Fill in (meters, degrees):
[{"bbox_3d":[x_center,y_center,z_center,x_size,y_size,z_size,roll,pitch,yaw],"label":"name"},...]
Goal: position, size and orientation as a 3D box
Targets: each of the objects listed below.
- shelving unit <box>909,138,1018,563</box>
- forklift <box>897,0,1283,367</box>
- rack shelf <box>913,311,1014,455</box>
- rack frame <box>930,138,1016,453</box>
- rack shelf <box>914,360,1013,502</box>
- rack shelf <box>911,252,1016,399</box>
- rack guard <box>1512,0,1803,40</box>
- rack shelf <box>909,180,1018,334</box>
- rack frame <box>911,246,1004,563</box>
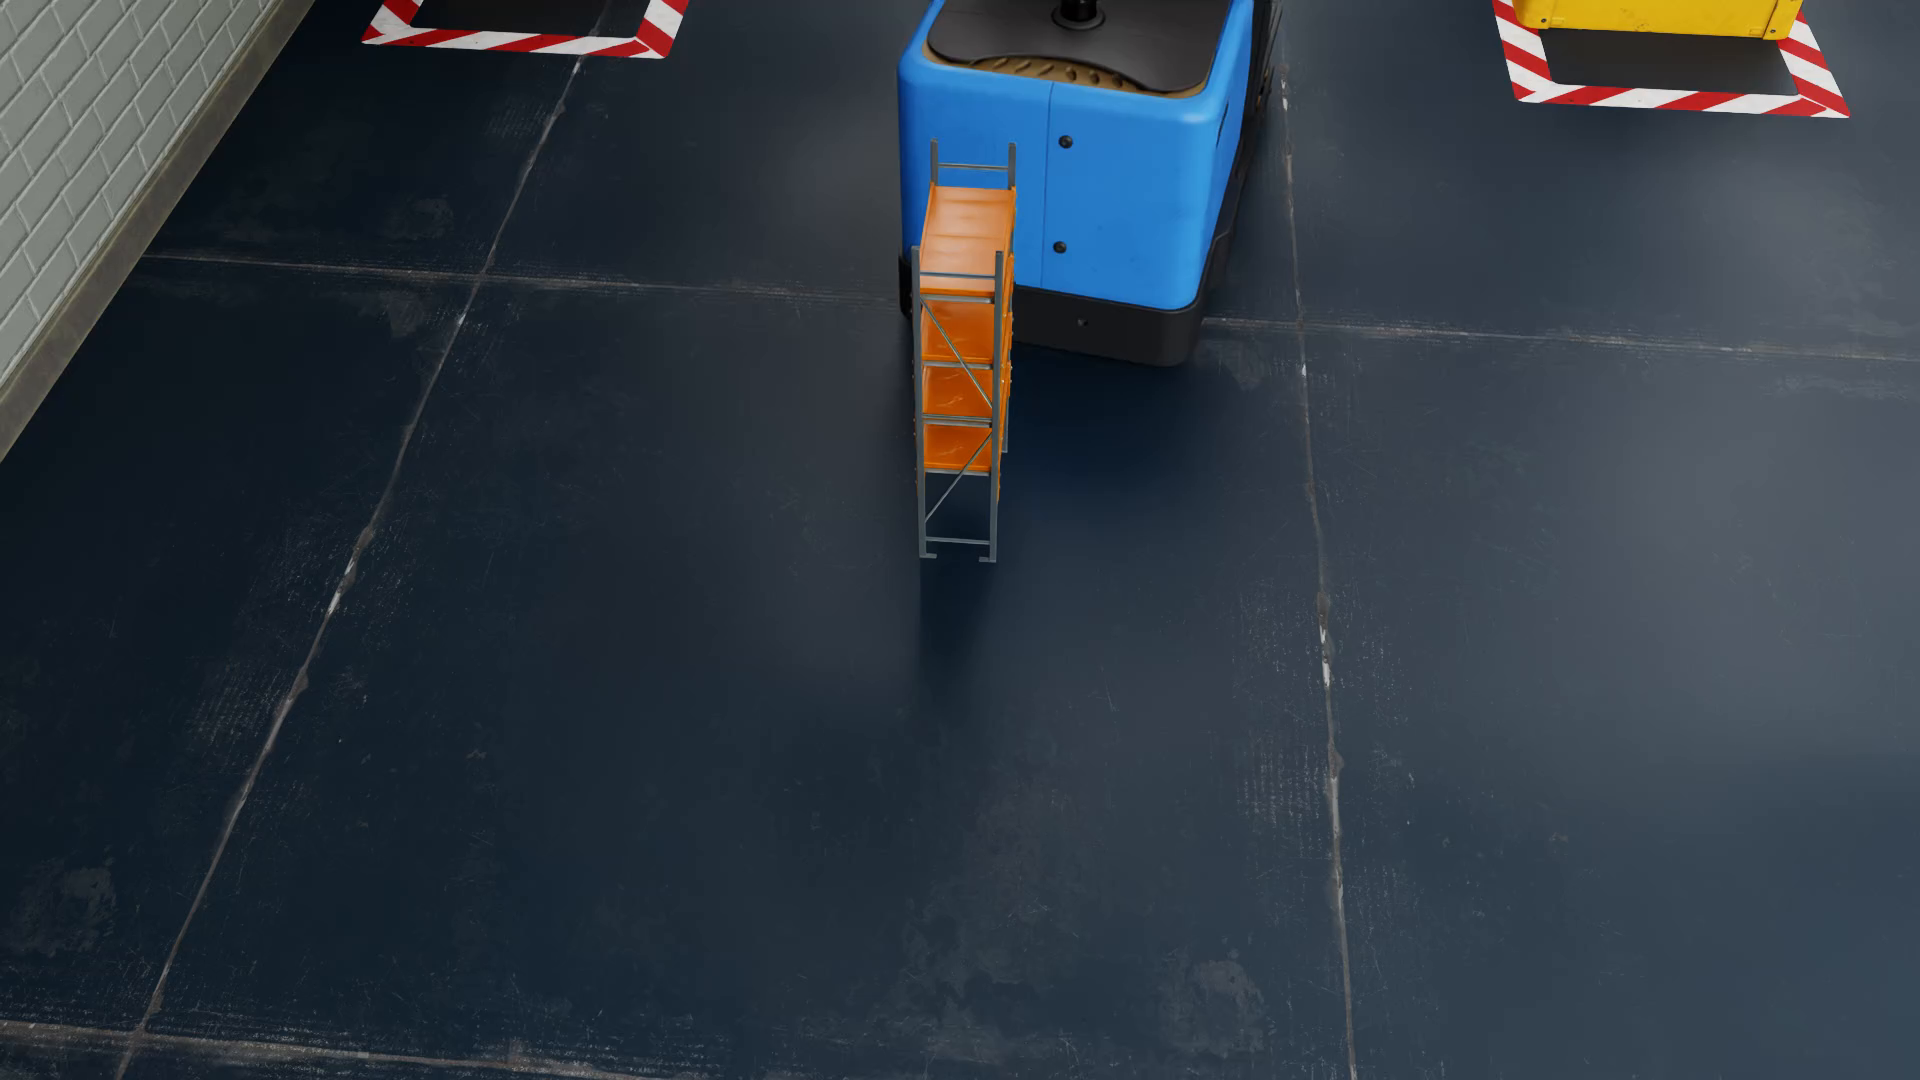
[{"bbox_3d":[0.015,-0.527,4.919,0.258,1.200,0.503,4,48,4],"label":"shelving unit"},{"bbox_3d":[0.666,-2.695,5.729,1.130,2.935,3.031,11,49,10],"label":"forklift"},{"bbox_3d":[0.015,-0.481,4.968,0.258,0.148,0.480,4,48,4],"label":"rack shelf"},{"bbox_3d":[0.037,-0.706,5.082,0.240,1.200,0.015,4,48,4],"label":"rack frame"},{"bbox_3d":[0.015,-0.347,5.115,0.258,0.148,0.480,4,48,4],"label":"rack shelf"},{"bbox_3d":[0.015,-0.632,4.803,0.258,0.148,0.480,4,48,4],"label":"rack shelf"},{"bbox_3d":[3.056,-2.508,7.205,1.175,0.500,0.348,4,48,4],"label":"rack guard"},{"bbox_3d":[0.015,-0.792,4.629,0.258,0.148,0.480,4,48,4],"label":"rack shelf"},{"bbox_3d":[-0.007,-0.347,4.755,0.240,1.200,0.015,4,48,4],"label":"rack frame"}]
